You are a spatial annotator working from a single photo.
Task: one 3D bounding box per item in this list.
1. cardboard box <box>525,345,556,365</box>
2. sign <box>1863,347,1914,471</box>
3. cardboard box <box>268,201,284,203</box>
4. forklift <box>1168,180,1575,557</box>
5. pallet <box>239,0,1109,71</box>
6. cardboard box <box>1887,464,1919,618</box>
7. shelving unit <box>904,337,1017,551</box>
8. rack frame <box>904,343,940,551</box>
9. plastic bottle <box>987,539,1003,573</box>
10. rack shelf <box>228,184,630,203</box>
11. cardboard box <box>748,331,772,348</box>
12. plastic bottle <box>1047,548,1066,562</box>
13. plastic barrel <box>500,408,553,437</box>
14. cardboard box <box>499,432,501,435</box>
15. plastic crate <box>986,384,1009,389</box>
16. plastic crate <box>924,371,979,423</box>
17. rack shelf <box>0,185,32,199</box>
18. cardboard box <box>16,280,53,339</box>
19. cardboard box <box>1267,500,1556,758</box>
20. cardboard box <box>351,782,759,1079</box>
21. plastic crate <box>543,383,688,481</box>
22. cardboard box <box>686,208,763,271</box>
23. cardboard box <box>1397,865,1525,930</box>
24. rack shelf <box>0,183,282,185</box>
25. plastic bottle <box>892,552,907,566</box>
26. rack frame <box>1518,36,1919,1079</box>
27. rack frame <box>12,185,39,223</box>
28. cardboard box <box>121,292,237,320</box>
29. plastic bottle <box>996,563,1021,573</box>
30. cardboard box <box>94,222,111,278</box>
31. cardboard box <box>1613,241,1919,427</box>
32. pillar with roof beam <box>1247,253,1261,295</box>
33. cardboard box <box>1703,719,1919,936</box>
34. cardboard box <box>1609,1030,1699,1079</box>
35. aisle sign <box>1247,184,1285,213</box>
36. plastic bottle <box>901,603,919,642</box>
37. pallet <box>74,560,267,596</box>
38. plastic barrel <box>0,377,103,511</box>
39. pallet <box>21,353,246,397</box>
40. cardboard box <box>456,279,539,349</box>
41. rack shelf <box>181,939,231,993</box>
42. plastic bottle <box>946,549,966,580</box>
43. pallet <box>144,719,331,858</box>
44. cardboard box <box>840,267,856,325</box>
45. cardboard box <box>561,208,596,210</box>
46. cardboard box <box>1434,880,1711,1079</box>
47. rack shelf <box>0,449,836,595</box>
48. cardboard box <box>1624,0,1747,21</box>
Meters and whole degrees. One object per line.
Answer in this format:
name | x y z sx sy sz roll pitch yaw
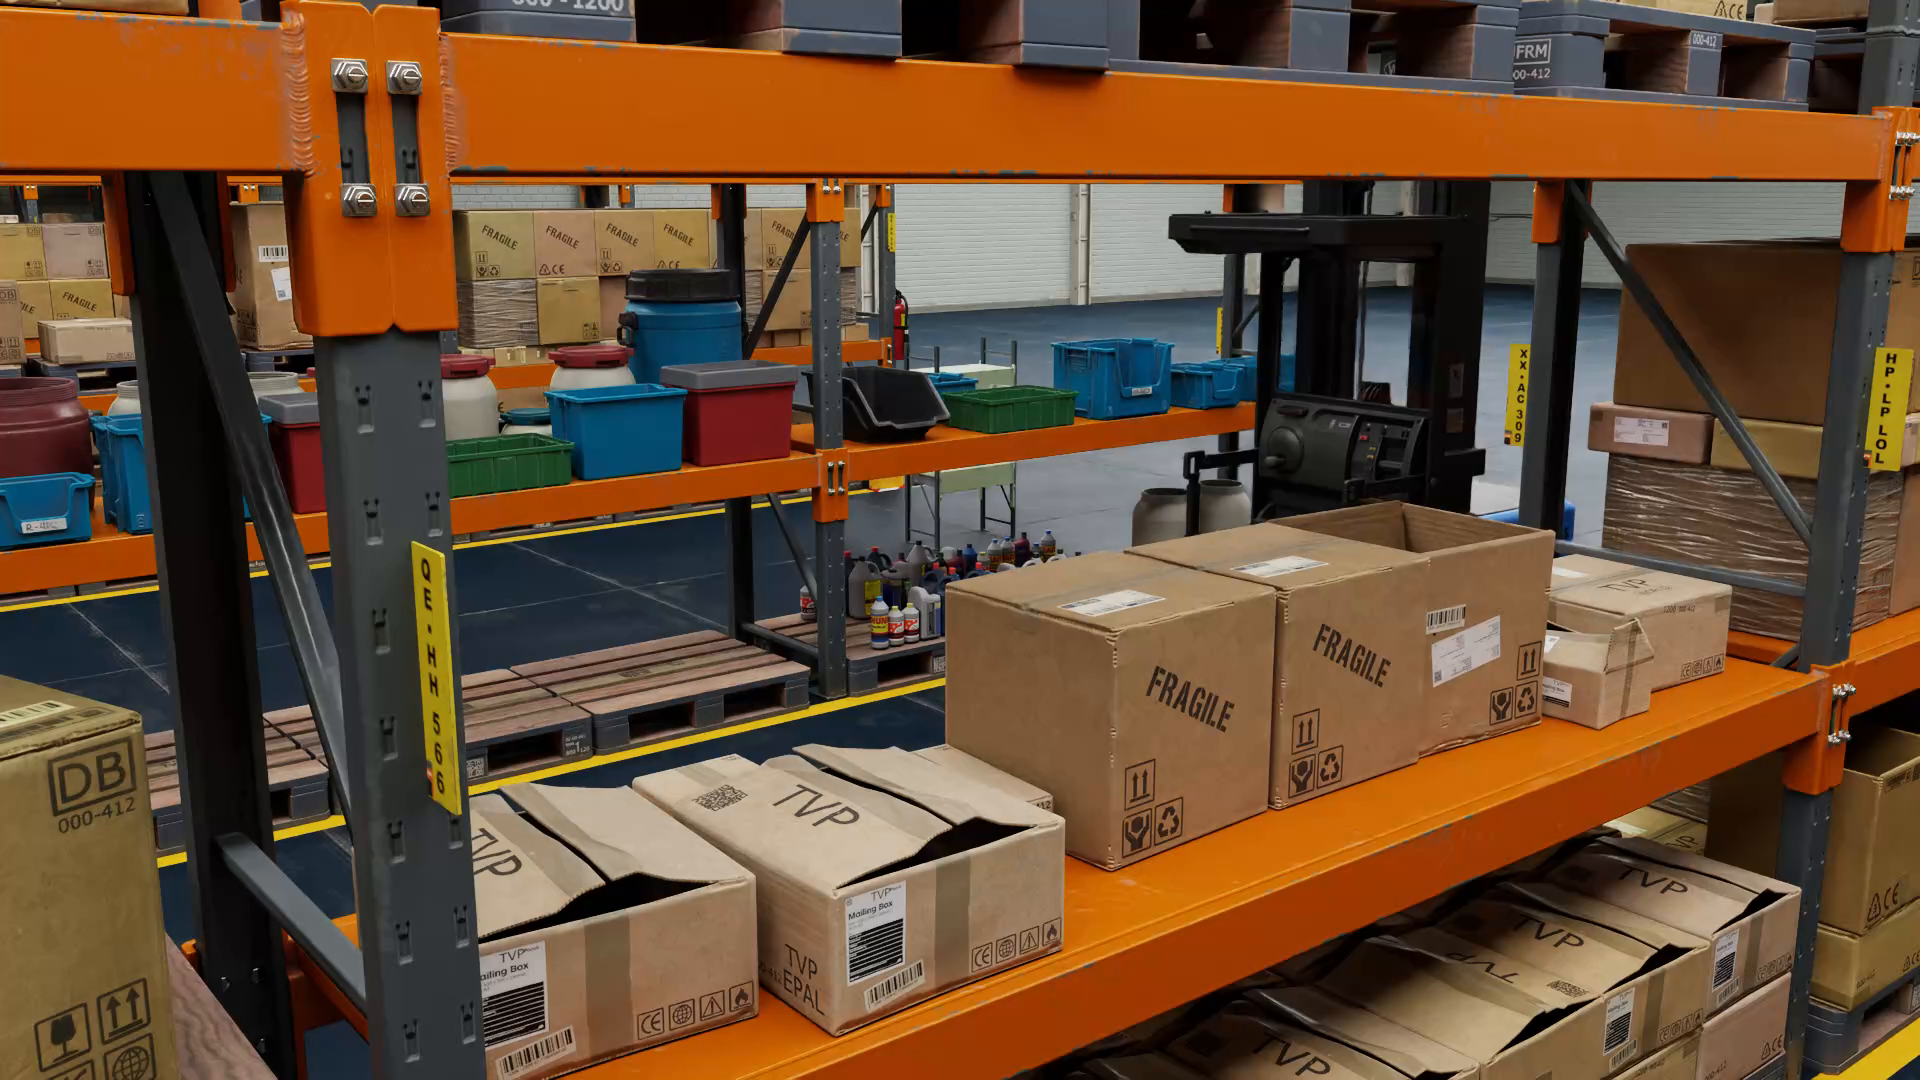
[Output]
cardboard box | -3.308 -1.441 12.797 0.250 0.149 0.380 -9 15 -38
sign | 2.487 -0.351 4.463 0.005 0.325 0.100 -9 15 -38
cardboard box | -8.586 -4.036 21.050 0.500 0.500 0.700 -10 15 -38
forklift | 1.653 -0.485 7.857 3.031 2.935 1.130 -9 15 -36
pallet | -0.509 -0.868 2.730 1.003 0.211 1.213 -9 15 -35
cardboard box | 2.891 -0.087 5.576 0.500 0.500 0.700 -10 15 -38
shelving unit | 0.005 -0.735 12.477 0.755 1.500 0.431 -9 15 -38
rack frame | -0.281 -0.687 12.253 0.023 1.500 0.400 -9 15 -38
plastic bottle | 0.216 0.129 10.311 0.097 0.271 0.097 0 12 0
rack shelf | -5.503 -3.710 17.388 4.000 0.370 1.077 -9 15 -38
cardboard box | -1.800 -1.714 14.085 0.250 0.149 0.380 -9 15 -38
plastic bottle | 0.563 0.225 9.664 0.185 0.351 0.144 -9 15 -35
plastic barrel | -2.081 -0.499 8.092 0.301 0.262 0.301 0 12 0
cardboard box | -3.708 -0.545 12.982 0.500 0.500 0.500 -10 16 -39
plastic crate | 0.158 -0.837 9.982 0.437 0.136 0.530 -9 15 -38
plastic crate | -0.257 -0.829 9.668 0.616 0.251 0.499 -9 15 -38
rack shelf | -14.902 -4.785 22.452 4.000 0.370 1.077 -9 15 -38
cardboard box | -8.490 -2.075 14.940 0.500 0.500 0.500 -10 15 -38
cardboard box | 1.119 0.206 4.194 0.500 0.500 0.500 -8 14 -34
cardboard box | -0.672 0.612 2.737 0.500 0.311 0.500 -8 15 -34
plastic crate | -1.618 -0.513 7.859 0.575 0.384 0.392 -9 15 -38
cardboard box | -1.976 -2.478 13.713 0.500 0.500 0.500 -9 15 -38
cardboard box | 1.268 1.033 4.803 0.500 0.311 0.500 -10 15 -38
rack shelf | -5.607 -2.373 11.094 4.000 0.370 1.077 -9 15 -38
plastic bottle | -0.377 0.216 9.868 0.133 0.283 0.061 -8 14 -34
rack frame | 2.140 0.090 4.984 0.127 3.000 1.000 -9 15 -38
rack frame | -13.340 -3.929 23.911 0.127 3.000 1.000 -9 15 -38
cardboard box | -5.341 -1.533 11.368 0.637 0.503 0.797 -8 14 -32
plastic bottle | 0.305 0.265 9.656 0.135 0.276 0.152 -9 15 -38
cardboard box | -7.850 -2.740 15.665 0.500 0.500 0.700 -10 15 -39
cardboard box | 2.483 -0.652 5.114 0.500 0.500 0.700 -9 15 -37
pillar with roof beam | 10.107 -9.855 37.373 0.548 9.000 9.100 -9 15 -38
cardboard box | 2.698 0.853 5.192 0.500 0.500 0.500 -9 15 -38
cardboard box | 1.601 1.396 4.443 0.500 0.250 0.500 -10 15 -39
aisle sign | 2.045 -2.561 11.211 0.004 0.787 0.394 -9 15 -38
plastic bottle | -0.270 0.443 8.998 0.097 0.201 0.097 0 12 0
pallet | -5.606 0.107 11.616 1.213 0.211 1.003 -9 15 -38
plastic barrel | -3.902 -0.371 6.826 0.708 0.536 0.600 -9 15 -38
pallet | -5.649 -1.168 11.369 1.213 0.211 1.003 -9 15 -38
cardboard box | -3.655 -1.760 12.739 0.500 0.500 0.875 -9 15 -38
rack shelf | -2.545 1.220 1.392 4.000 0.370 1.077 -9 15 -38
plastic bottle | -0.030 0.199 9.949 0.133 0.283 0.061 -9 15 -38
pallet | -3.446 1.075 7.058 1.213 0.211 1.003 -9 15 -38
cardboard box | -1.369 -2.164 14.640 0.500 0.500 0.875 -9 15 -38
cardboard box | -3.085 -2.434 13.504 0.500 0.500 0.500 -9 15 -38
cardboard box | 1.601 1.123 4.378 0.500 0.311 0.500 -9 15 -36
rack shelf | -2.513 -0.103 7.622 4.000 0.370 1.077 -9 15 -38
cardboard box | 1.653 -1.431 4.275 0.500 0.250 0.500 -8 14 -32
